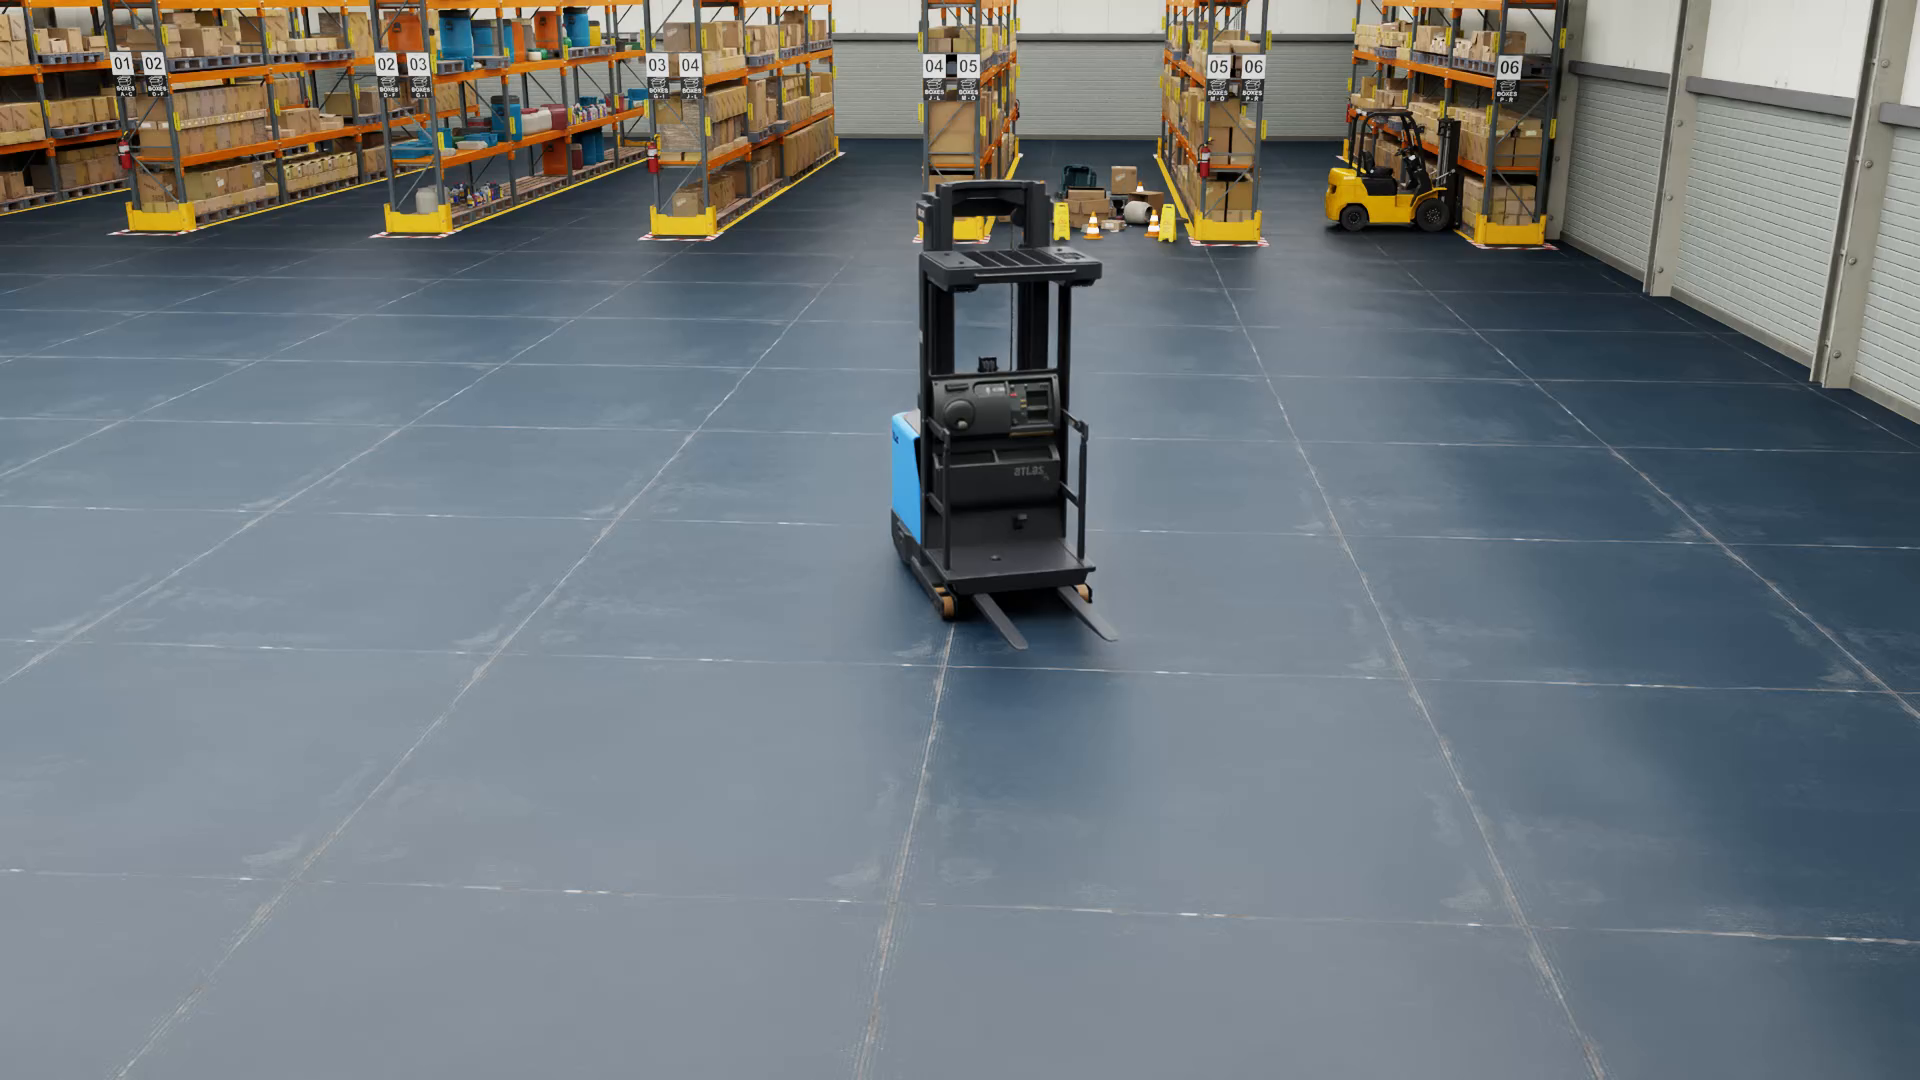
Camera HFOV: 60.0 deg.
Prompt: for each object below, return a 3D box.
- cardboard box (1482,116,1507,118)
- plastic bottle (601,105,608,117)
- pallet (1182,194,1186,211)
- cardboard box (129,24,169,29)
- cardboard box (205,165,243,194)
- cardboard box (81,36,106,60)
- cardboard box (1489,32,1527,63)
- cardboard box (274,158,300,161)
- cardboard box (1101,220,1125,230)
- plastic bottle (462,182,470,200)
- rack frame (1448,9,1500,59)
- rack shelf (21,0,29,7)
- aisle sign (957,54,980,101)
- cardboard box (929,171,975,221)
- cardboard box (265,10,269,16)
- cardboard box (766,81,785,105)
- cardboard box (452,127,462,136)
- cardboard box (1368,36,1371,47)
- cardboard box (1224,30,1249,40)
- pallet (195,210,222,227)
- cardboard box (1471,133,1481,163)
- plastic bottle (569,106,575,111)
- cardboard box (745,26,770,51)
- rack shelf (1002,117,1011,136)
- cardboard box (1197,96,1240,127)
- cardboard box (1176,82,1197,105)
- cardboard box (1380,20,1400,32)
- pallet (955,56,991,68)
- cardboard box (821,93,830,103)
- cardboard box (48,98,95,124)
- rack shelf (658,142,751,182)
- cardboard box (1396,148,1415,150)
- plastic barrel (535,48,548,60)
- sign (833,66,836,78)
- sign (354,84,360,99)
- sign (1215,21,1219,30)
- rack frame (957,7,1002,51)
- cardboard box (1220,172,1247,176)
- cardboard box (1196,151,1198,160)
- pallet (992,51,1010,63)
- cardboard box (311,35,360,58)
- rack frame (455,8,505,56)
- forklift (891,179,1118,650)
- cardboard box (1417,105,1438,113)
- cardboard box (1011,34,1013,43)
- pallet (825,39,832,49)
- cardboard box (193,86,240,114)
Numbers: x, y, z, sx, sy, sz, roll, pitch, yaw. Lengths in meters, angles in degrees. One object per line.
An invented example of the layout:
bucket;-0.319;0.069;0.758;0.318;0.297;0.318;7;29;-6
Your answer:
cardboard box;9.636;-7.564;30.011;0.380;0.149;0.250;1;18;4
plastic bottle;-8.871;-10.696;41.448;0.152;0.276;0.135;1;18;4
pallet;5.140;-6.985;34.401;1.003;0.211;1.213;1;18;4
cardboard box;-19.318;-12.035;39.650;0.700;0.500;0.500;2;18;7
cardboard box;-14.595;-7.146;32.952;0.500;0.500;0.500;1;18;4
cardboard box;-19.519;-10.947;36.999;0.797;0.503;0.637;4;19;12
cardboard box;9.539;-8.579;28.976;0.500;0.500;0.500;2;18;6
cardboard box;-14.827;-8.276;36.704;0.500;0.311;0.500;1;18;3
cardboard box;2.878;-5.923;31.261;0.380;0.149;0.250;12;22;32
plastic bottle;-10.067;-7.106;33.839;0.144;0.351;0.185;1;18;4
rack frame;10.037;-10.810;31.960;1.000;3.000;0.127;1;18;4
rack shelf;-19.764;-10.508;32.199;1.077;0.370;4.000;1;18;4
aisle sign;0.149;-8.112;29.187;0.394;0.787;0.004;1;18;4
cardboard box;-0.163;-6.307;30.592;0.875;0.875;0.875;1;18;4
cardboard box;-18.616;-13.755;43.968;0.500;0.500;0.500;0;18;1
cardboard box;-4.443;-10.283;38.216;0.797;0.503;0.637;2;18;6
cardboard box;-13.612;-11.086;45.745;0.500;0.500;0.500;1;18;4
cardboard box;10.470;-12.415;41.440;0.500;0.250;0.500;2;18;5
cardboard box;5.553;-10.187;33.642;0.500;0.250;0.500;1;18;3
pallet;-14.953;-6.183;31.953;1.003;0.211;1.213;1;18;4
cardboard box;9.570;-7.084;30.063;0.500;0.500;0.500;2;18;6
plastic bottle;-9.605;-10.577;41.084;0.152;0.276;0.135;1;18;4
cardboard box;-4.373;-10.776;35.711;0.500;0.500;0.500;2;18;5
rack shelf;0.572;-9.669;39.270;1.077;0.370;4.000;1;18;4
cardboard box;4.618;-7.654;29.719;0.700;0.500;0.500;1;18;3
cardboard box;5.177;-10.159;37.844;0.500;0.500;0.500;2;18;5
cardboard box;10.241;-12.249;39.596;0.396;0.266;0.258;1;18;3
pallet;0.072;-9.277;32.242;1.003;0.211;1.213;1;18;4
cardboard box;-3.745;-11.773;44.297;0.500;0.250;0.500;1;18;3
cardboard box;-19.487;-9.414;36.468;0.700;0.500;0.500;4;19;11
rack shelf;-4.942;-7.327;32.121;1.077;0.370;4.000;1;18;4
cardboard box;10.158;-8.846;37.901;0.380;0.149;0.250;1;18;2
plastic barrel;-9.419;-10.916;37.353;0.294;0.245;0.294;0;18;0
sign;-3.398;-12.663;45.011;0.100;0.325;0.005;1;18;4
sign;-13.839;-10.293;38.159;0.100;0.325;0.005;1;18;4
sign;6.201;-12.365;40.187;0.100;0.325;0.005;1;18;4
rack frame;0.428;-12.241;36.328;1.000;3.000;0.127;1;18;4
cardboard box;5.241;-6.811;31.930;0.500;0.500;0.500;2;18;7
cardboard box;4.548;-7.068;30.581;0.380;0.149;0.250;2;18;5
pallet;0.435;-10.524;36.210;1.213;0.211;1.003;2;18;6
cardboard box;-14.395;-11.363;38.307;0.910;0.500;0.500;1;18;4
rack frame;-9.739;-11.251;33.307;1.000;3.000;0.127;1;18;4
forklift;0.316;-0.966;11.665;1.130;2.935;3.031;-5;19;-14
cardboard box;9.990;-9.220;35.540;0.380;0.149;0.250;1;18;5
cardboard box;1.079;-12.678;41.919;0.500;0.250;0.500;2;18;5
pallet;-3.981;-13.169;44.121;1.003;0.211;1.213;1;18;4
cardboard box;-14.776;-8.725;32.990;0.700;0.500;0.500;1;18;4
